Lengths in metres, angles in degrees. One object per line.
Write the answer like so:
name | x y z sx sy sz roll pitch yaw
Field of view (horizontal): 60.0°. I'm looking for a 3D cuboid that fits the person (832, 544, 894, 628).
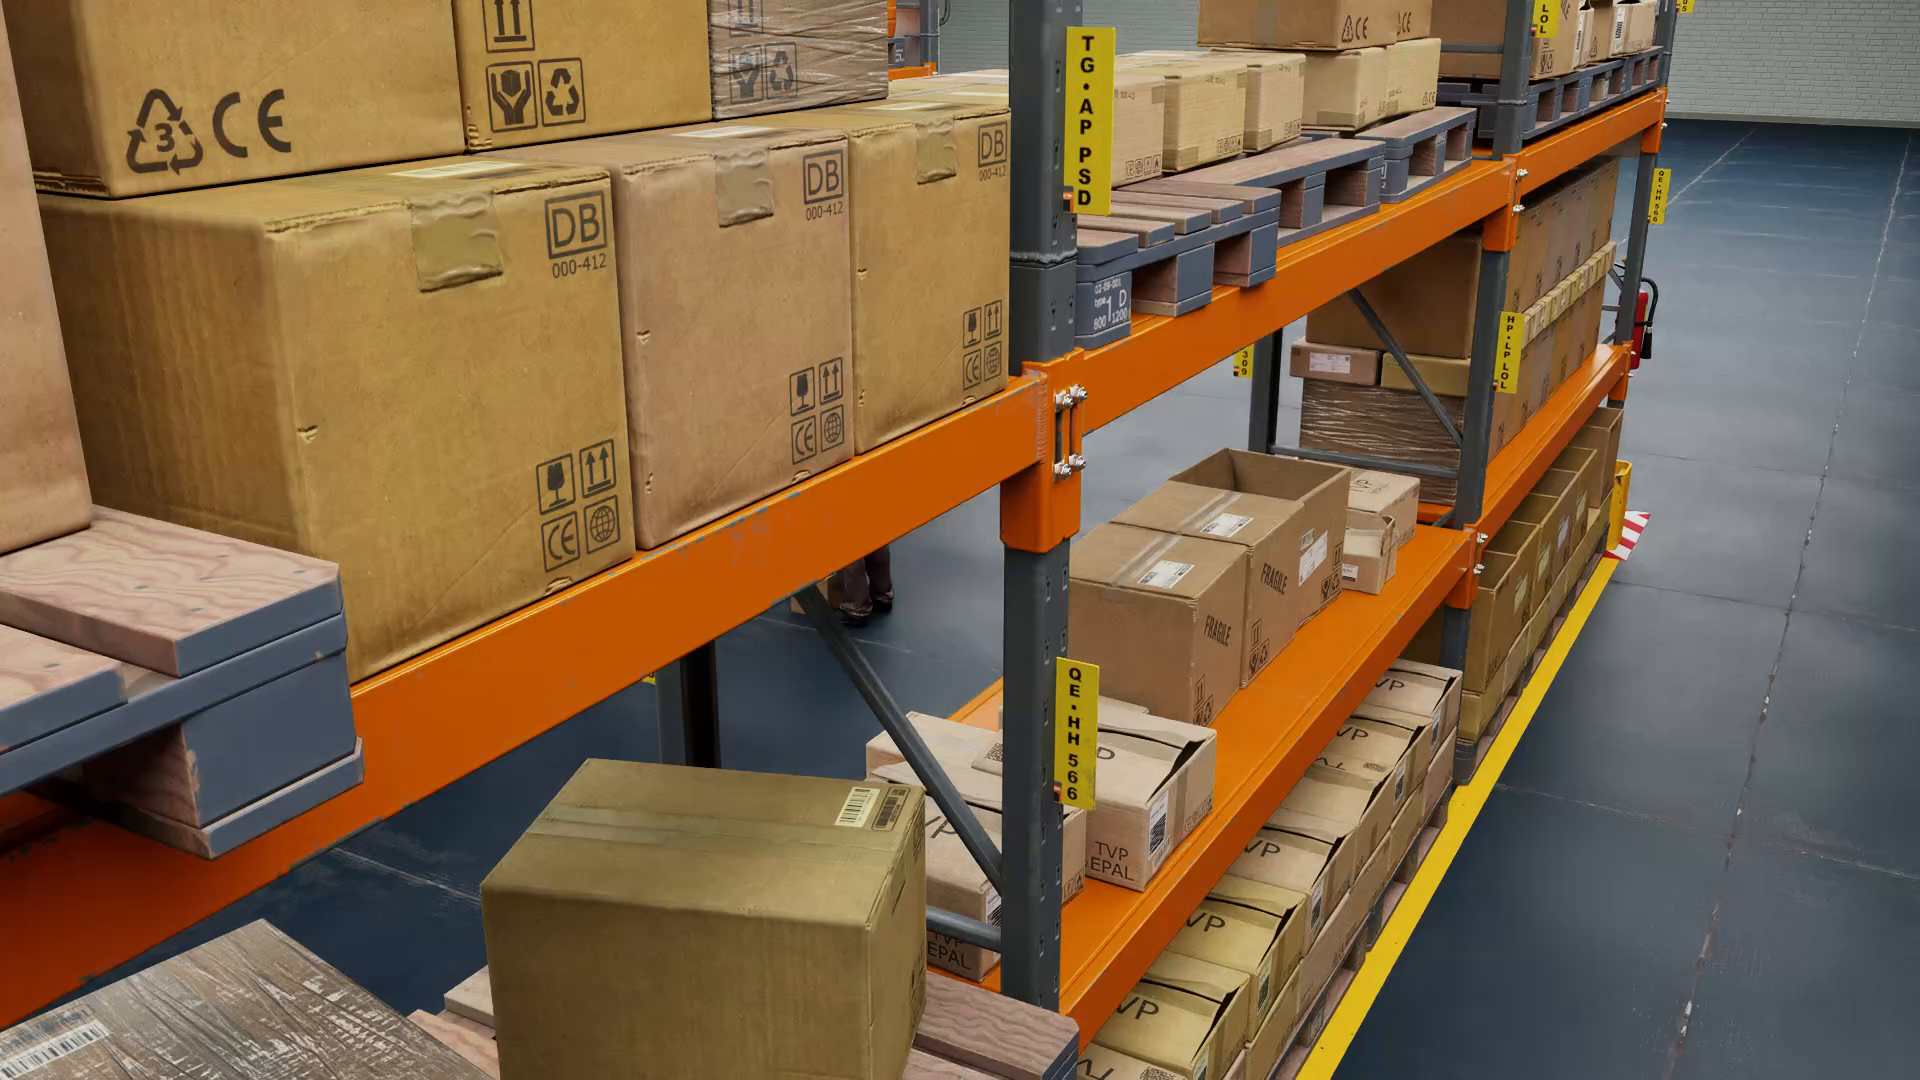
person | -0.551 -0.374 9.172 0.413 1.721 0.581 10 22 27
